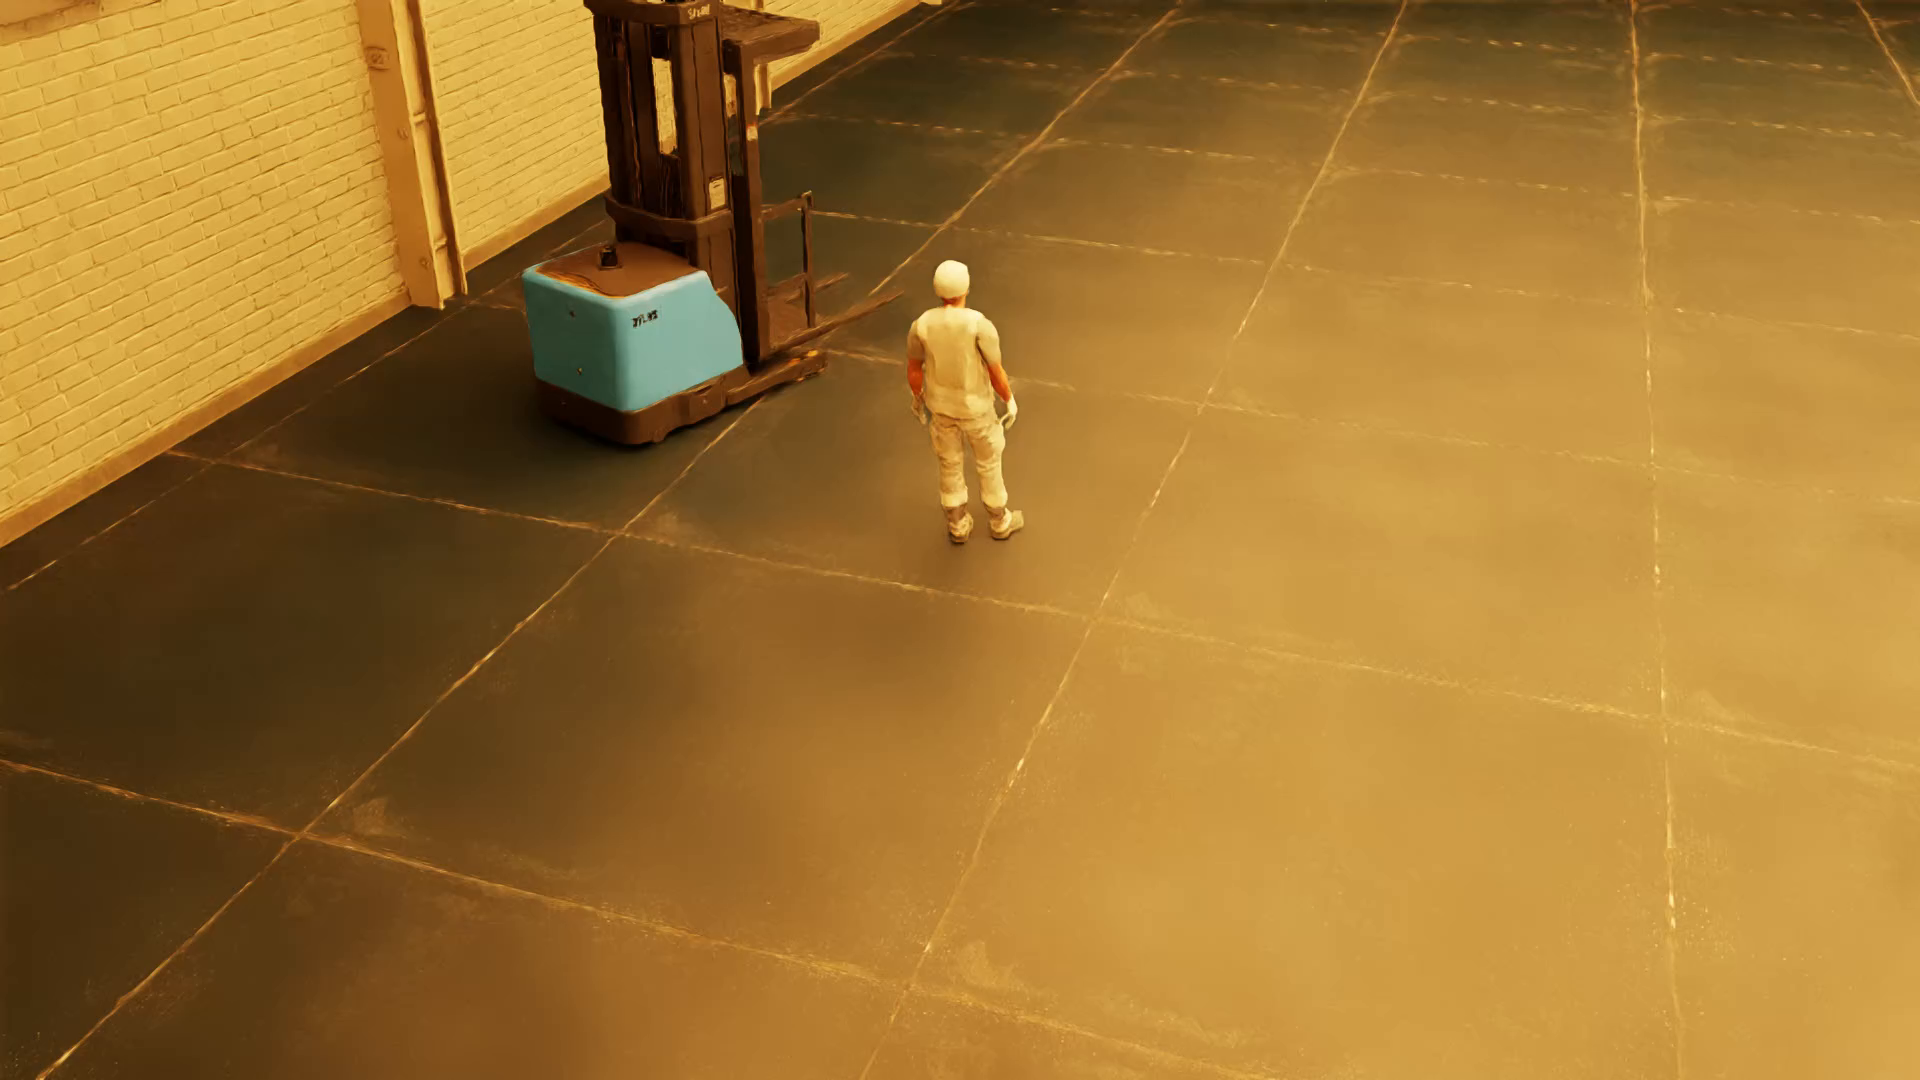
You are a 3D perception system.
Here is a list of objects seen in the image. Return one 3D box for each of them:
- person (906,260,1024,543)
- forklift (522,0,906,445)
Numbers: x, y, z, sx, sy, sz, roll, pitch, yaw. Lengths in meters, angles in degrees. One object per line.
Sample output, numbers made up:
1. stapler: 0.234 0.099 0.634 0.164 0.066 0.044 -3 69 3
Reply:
1. person: 0.037 -0.819 9.713 0.637 1.787 0.563 10 31 16
2. forklift: -1.631 -2.566 11.638 1.130 2.935 3.031 22 36 33
